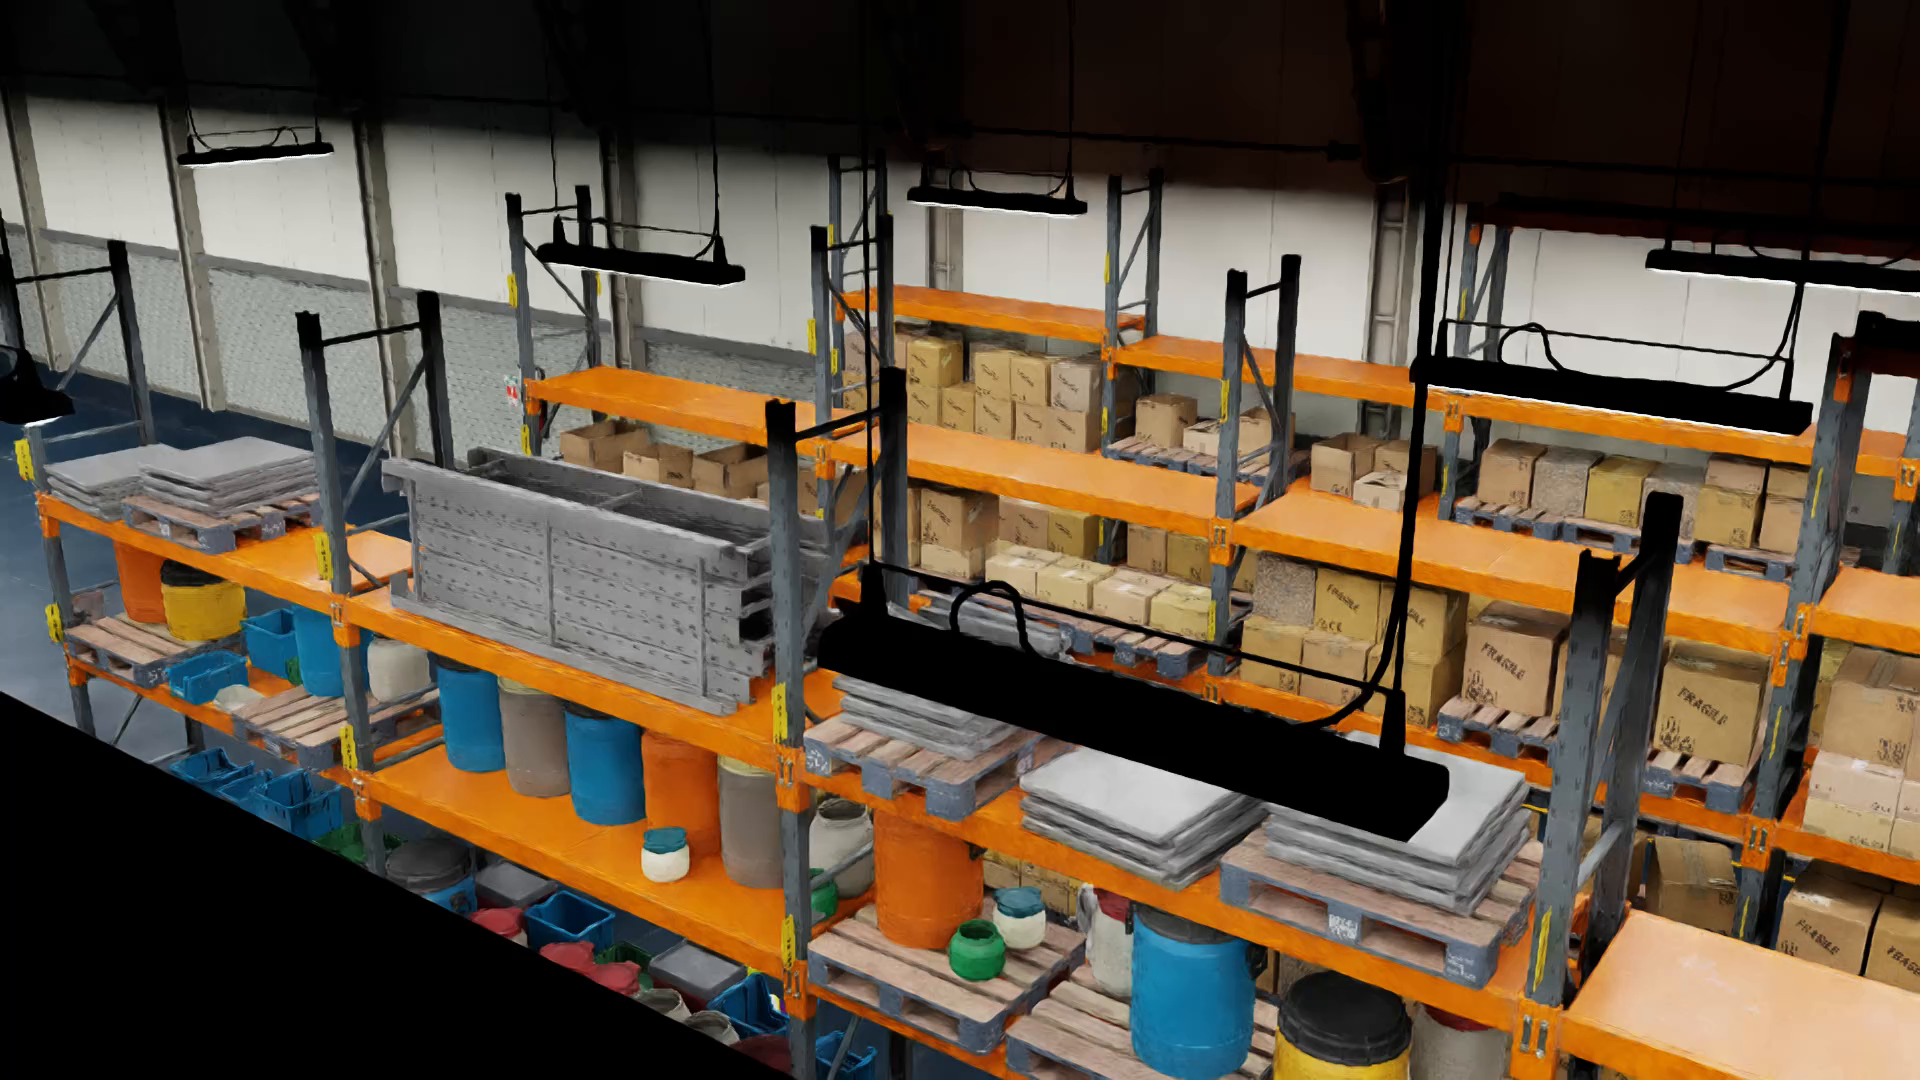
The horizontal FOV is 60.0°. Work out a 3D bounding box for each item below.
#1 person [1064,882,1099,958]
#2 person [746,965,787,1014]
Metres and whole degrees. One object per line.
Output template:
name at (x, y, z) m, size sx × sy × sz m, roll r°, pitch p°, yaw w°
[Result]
person at (1.040, 3.117, 13.042) m, size 1.032 × 1.728 × 0.528 m, roll 9°, pitch 21°, yaw 26°
person at (-1.428, 3.677, 11.449) m, size 0.618 × 1.718 × 0.979 m, roll -11°, pitch 21°, yaw -29°
